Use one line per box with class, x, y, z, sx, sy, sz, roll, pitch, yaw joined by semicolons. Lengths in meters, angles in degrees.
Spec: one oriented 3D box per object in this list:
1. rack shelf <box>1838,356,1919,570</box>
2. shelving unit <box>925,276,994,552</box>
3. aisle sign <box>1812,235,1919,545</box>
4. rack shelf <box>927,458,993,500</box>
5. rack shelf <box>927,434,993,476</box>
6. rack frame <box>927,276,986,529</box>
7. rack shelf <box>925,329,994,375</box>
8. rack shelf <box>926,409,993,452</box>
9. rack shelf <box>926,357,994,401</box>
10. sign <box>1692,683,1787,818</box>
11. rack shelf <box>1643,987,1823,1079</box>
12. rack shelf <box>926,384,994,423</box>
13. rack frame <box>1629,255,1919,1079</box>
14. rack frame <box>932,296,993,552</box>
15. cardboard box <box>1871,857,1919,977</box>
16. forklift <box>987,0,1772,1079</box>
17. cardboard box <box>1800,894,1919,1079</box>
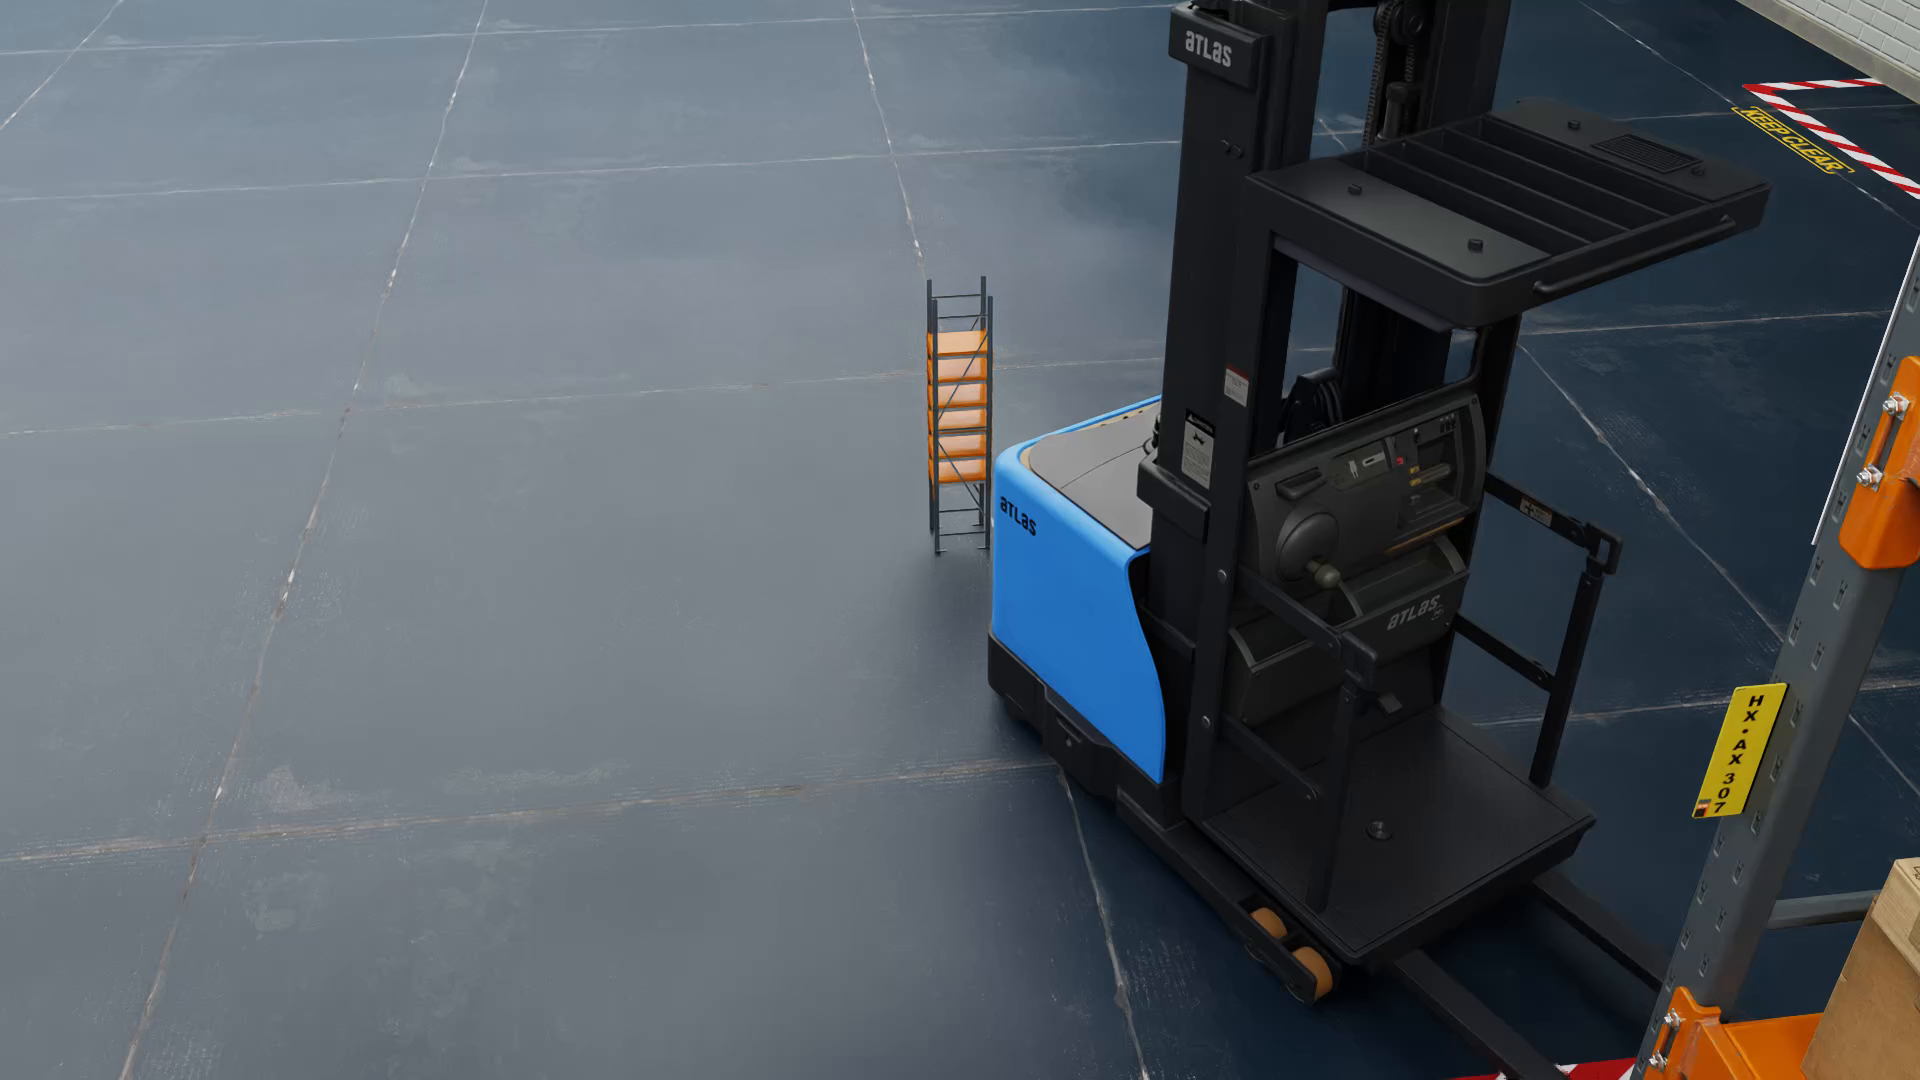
rack shelf;2.297;0.929;1.199;1.077;0.370;4.000;-4;35;-6
shelving unit;-0.002;-0.504;6.924;0.258;1.200;0.189;-4;35;-6
aisle sign;1.715;-0.333;2.766;0.394;0.787;0.004;-4;35;-6
rack shelf;-0.002;-0.269;7.084;0.258;0.103;0.180;-4;35;-6
rack shelf;-0.002;-0.368;7.017;0.258;0.103;0.180;-4;35;-6
rack frame;-0.014;-0.555;6.999;0.240;1.200;0.006;-4;35;-6
rack shelf;-0.002;-0.765;6.746;0.258;0.103;0.180;-4;35;-6
rack shelf;-0.002;-0.467;6.949;0.258;0.103;0.180;-4;35;-6
rack shelf;-0.002;-0.665;6.814;0.258;0.103;0.180;-4;35;-6
sign;1.477;0.403;3.156;0.100;0.325;0.005;-4;35;-6
rack shelf;2.297;2.168;2.043;1.077;0.370;4.000;-4;35;-6
rack shelf;-0.002;-0.566;6.881;0.258;0.103;0.180;-4;35;-6
rack frame;2.031;0.755;3.479;0.949;2.616;0.053;-4;35;-6
rack frame;0.010;-0.453;6.849;0.240;1.200;0.006;-4;35;-6
cardboard box;1.867;0.681;2.922;0.380;0.149;0.250;-5;35;-7
forklift;1.334;-0.090;4.779;1.130;2.935;3.031;-20;39;-27
cardboard box;2.078;0.975;3.067;0.700;0.500;0.500;-4;35;-6
